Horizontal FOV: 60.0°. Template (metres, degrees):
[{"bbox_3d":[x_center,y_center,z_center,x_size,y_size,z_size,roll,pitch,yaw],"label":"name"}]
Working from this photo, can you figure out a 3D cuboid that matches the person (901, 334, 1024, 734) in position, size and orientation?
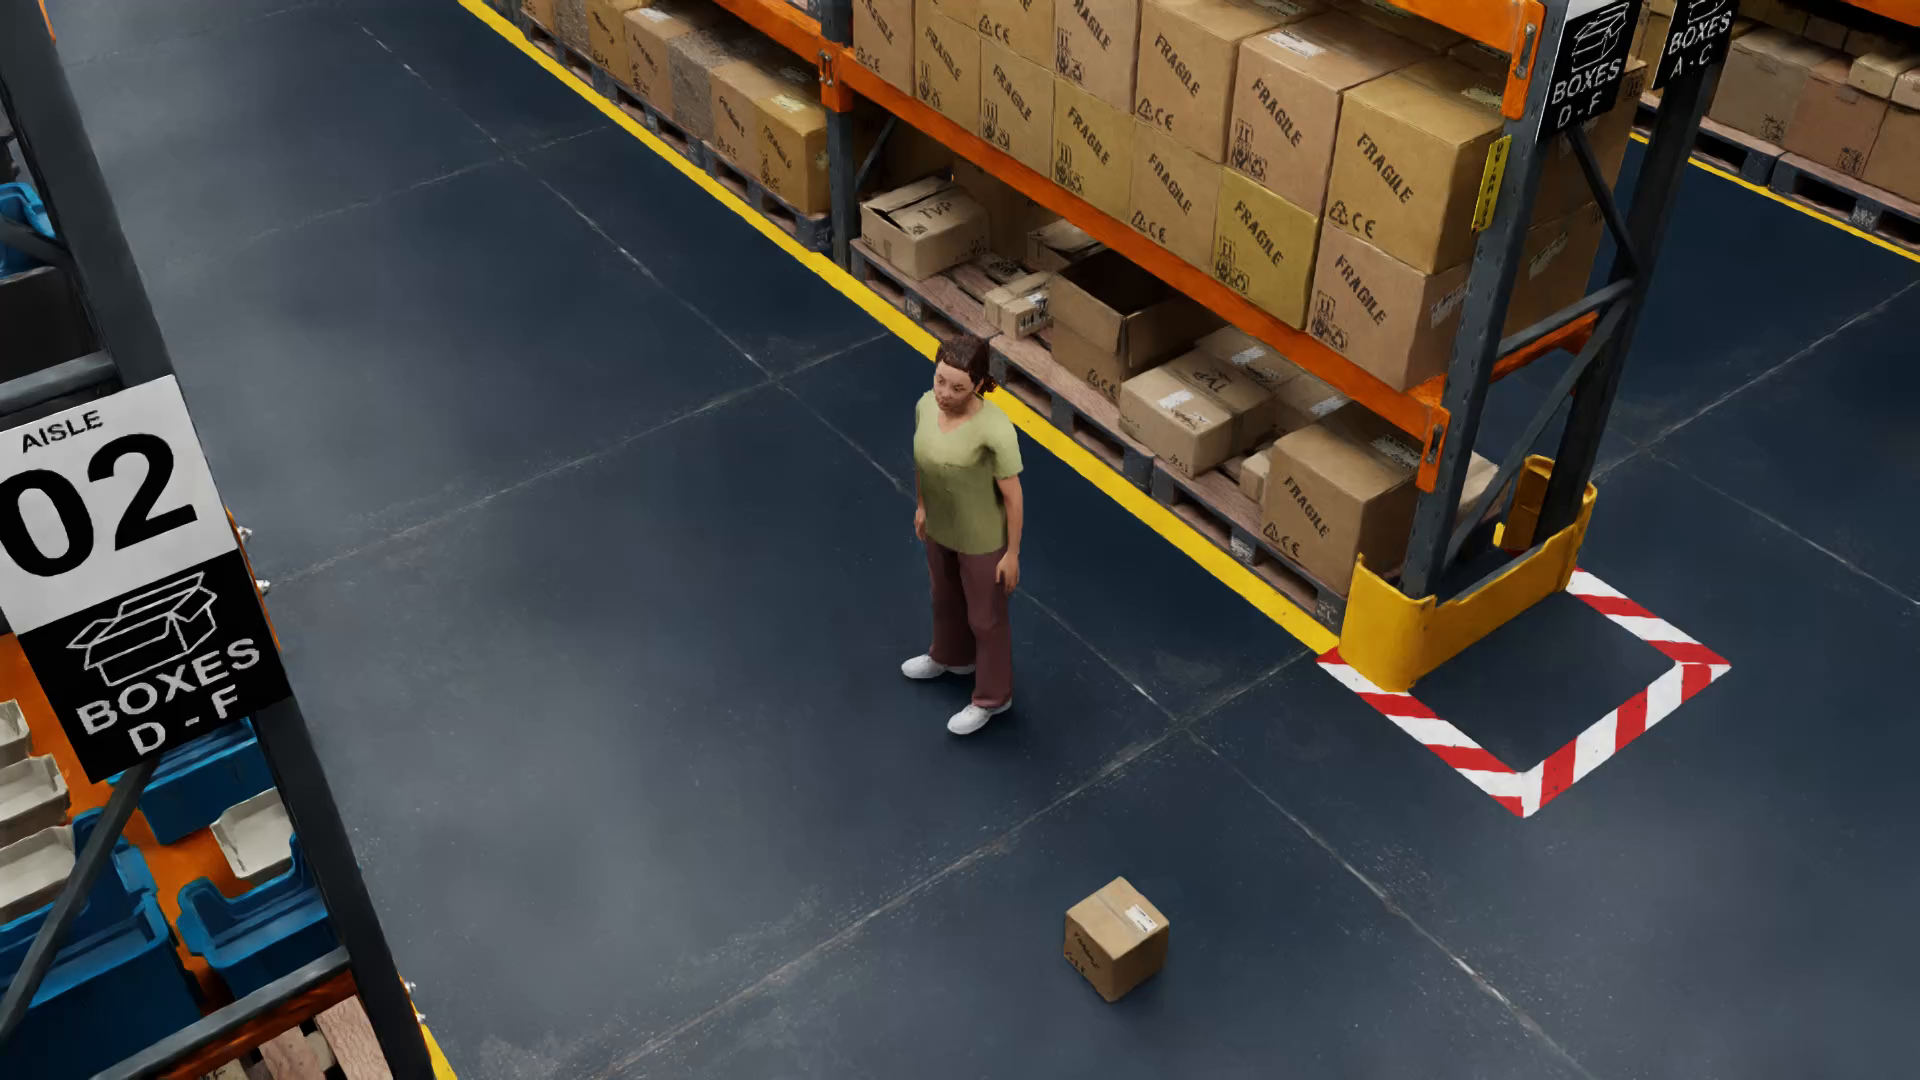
[{"bbox_3d":[0.009,-0.006,6.124,0.572,1.680,0.388,31,49,31],"label":"person"}]
